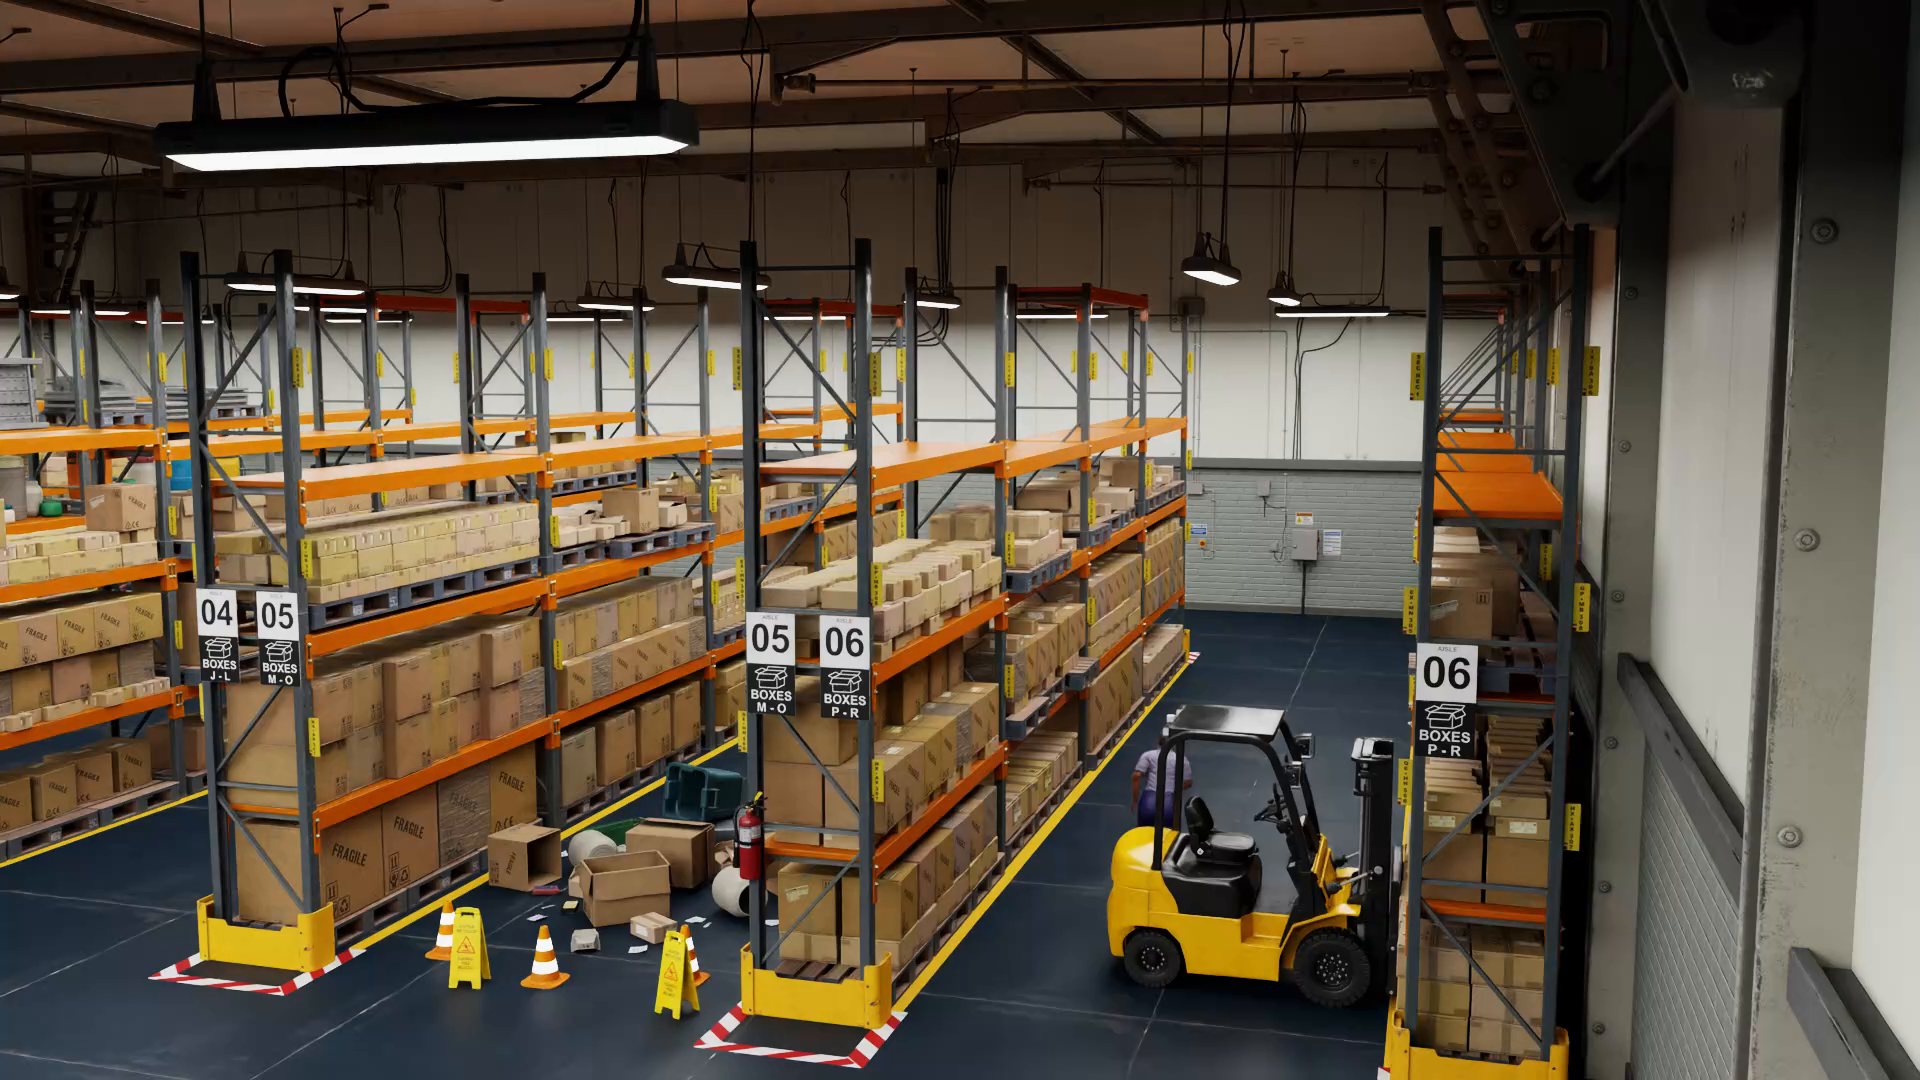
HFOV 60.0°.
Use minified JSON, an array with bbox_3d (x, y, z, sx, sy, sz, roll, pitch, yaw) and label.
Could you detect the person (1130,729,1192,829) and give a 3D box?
[{"bbox_3d":[1.955,2.604,16.199,0.574,1.537,0.720,2,7,17],"label":"person"}]
